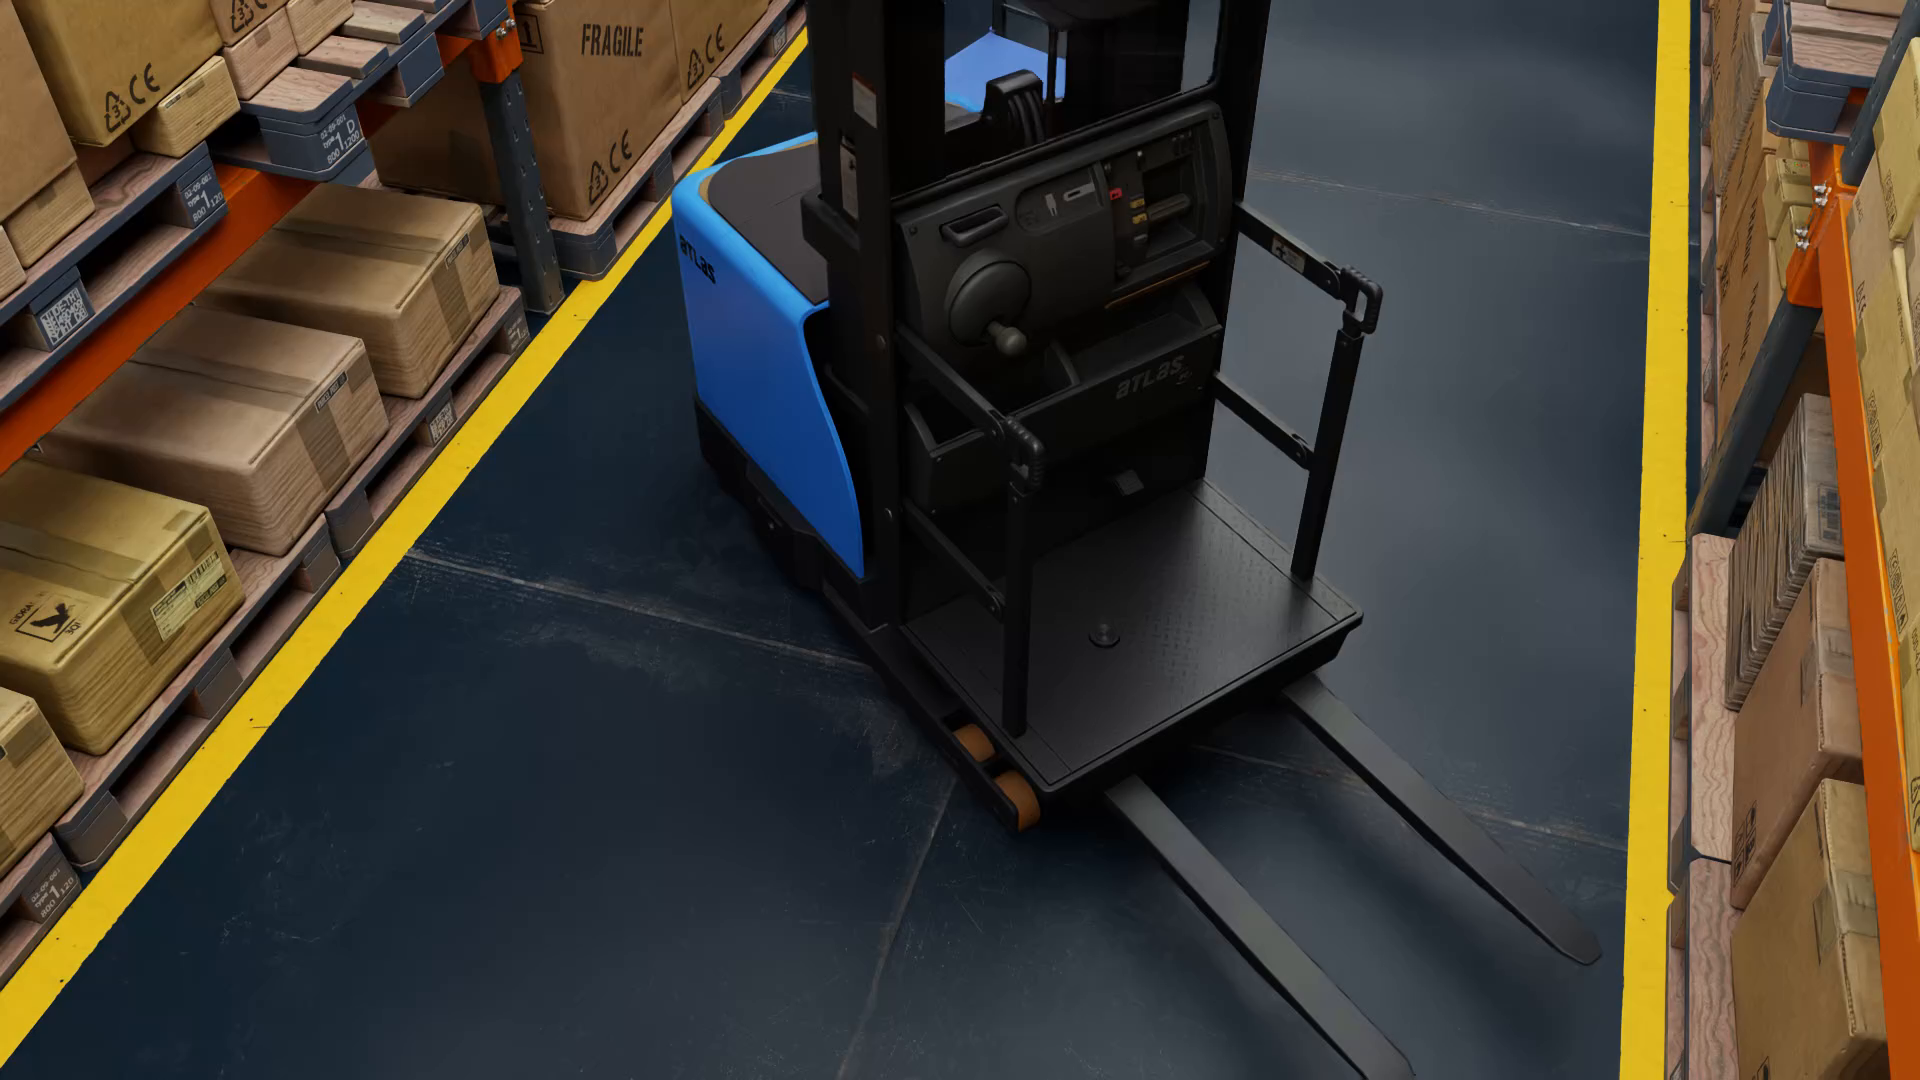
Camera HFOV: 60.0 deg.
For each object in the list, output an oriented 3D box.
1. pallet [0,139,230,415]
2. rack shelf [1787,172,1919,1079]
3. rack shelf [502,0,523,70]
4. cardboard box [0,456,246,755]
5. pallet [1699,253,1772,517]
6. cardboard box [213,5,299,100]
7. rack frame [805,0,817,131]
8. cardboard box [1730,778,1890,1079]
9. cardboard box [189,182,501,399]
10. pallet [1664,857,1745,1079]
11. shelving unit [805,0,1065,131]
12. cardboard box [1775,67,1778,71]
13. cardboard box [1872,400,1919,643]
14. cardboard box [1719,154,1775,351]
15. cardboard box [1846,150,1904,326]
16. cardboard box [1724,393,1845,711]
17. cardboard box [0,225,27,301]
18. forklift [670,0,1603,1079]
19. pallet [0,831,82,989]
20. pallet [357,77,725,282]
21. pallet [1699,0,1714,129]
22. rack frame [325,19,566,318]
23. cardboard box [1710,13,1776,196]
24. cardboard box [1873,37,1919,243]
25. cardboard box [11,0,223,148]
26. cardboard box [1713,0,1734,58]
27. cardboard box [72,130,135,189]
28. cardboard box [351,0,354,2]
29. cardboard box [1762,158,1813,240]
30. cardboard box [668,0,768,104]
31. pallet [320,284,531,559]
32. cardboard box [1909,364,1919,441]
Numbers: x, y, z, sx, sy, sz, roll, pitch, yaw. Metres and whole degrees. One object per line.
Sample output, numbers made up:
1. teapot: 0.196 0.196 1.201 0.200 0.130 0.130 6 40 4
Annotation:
1. pallet: -2.516 -0.635 3.891 1.003 0.211 1.213 13 46 13
2. rack shelf: 2.171 0.607 2.999 1.077 0.370 4.000 13 46 13
3. rack shelf: -1.350 -3.108 6.796 1.077 0.370 4.000 13 46 13
4. cardboard box: -2.587 0.130 4.551 0.950 0.372 0.625 14 46 14
5. pallet: 3.038 -0.476 5.585 1.003 0.211 1.213 13 46 13
6. cardboard box: -1.960 -1.286 4.299 0.380 0.149 0.250 11 45 11
7. rack frame: -0.293 -1.339 5.546 0.500 1.500 0.032 28 51 26
8. cardboard box: 2.180 1.015 3.466 0.875 0.625 0.625 11 45 11
9. cardboard box: -2.136 -0.868 5.571 0.950 0.372 0.625 10 45 10
10. pallet: 2.118 1.365 3.704 1.003 0.211 1.213 13 46 13
11. shelving unit: 0.017 -1.621 5.834 0.538 1.500 1.048 28 51 26
12. cardboard box: 3.113 -1.732 5.899 0.380 0.149 0.250 11 45 11
13. cardboard box: 2.103 -0.006 3.219 0.500 0.250 0.500 11 45 11
14. cardboard box: 2.861 -0.898 5.510 0.500 0.500 0.500 12 46 12
15. cardboard box: 2.409 -0.685 3.913 0.500 0.250 0.500 13 46 13
16. cardboard box: 2.574 0.129 4.372 0.875 0.625 0.625 14 46 14
17. cardboard box: -2.277 -0.590 3.588 0.380 0.149 0.250 14 46 14
18. forklift: 0.395 -0.653 3.822 1.130 2.935 3.031 -26 50 -24
19. pallet: -2.933 1.112 3.963 1.003 0.211 1.213 13 46 13
20. pallet: -1.645 -1.545 6.678 1.003 0.211 1.213 13 46 13
21. pallet: 3.777 -2.102 7.248 1.003 0.211 1.213 13 46 13
22. rack frame: -1.956 -2.032 5.182 1.000 3.000 0.127 13 46 13
23. cardboard box: 3.156 -1.598 6.225 0.500 0.500 0.500 11 45 11
24. cardboard box: 2.385 -0.869 3.743 0.500 0.250 0.500 12 46 12
25. cardboard box: -2.126 -1.278 3.827 0.500 0.500 0.500 10 45 10
26. cardboard box: 3.475 -2.274 6.916 0.500 0.500 0.500 12 46 12
27. cardboard box: -2.226 -0.959 3.965 0.380 0.149 0.250 13 46 13
28. cardboard box: -1.843 -1.630 4.650 0.380 0.149 0.250 13 46 13
29. cardboard box: 2.738 -1.043 5.194 0.380 0.149 0.250 10 45 10
30. cardboard box: -1.393 -2.459 6.837 0.875 0.875 0.875 13 46 13
31. pallet: -2.194 -0.515 5.625 1.003 0.211 1.213 13 46 13
32. cardboard box: 2.081 -0.185 3.045 0.500 0.250 0.500 11 46 11
